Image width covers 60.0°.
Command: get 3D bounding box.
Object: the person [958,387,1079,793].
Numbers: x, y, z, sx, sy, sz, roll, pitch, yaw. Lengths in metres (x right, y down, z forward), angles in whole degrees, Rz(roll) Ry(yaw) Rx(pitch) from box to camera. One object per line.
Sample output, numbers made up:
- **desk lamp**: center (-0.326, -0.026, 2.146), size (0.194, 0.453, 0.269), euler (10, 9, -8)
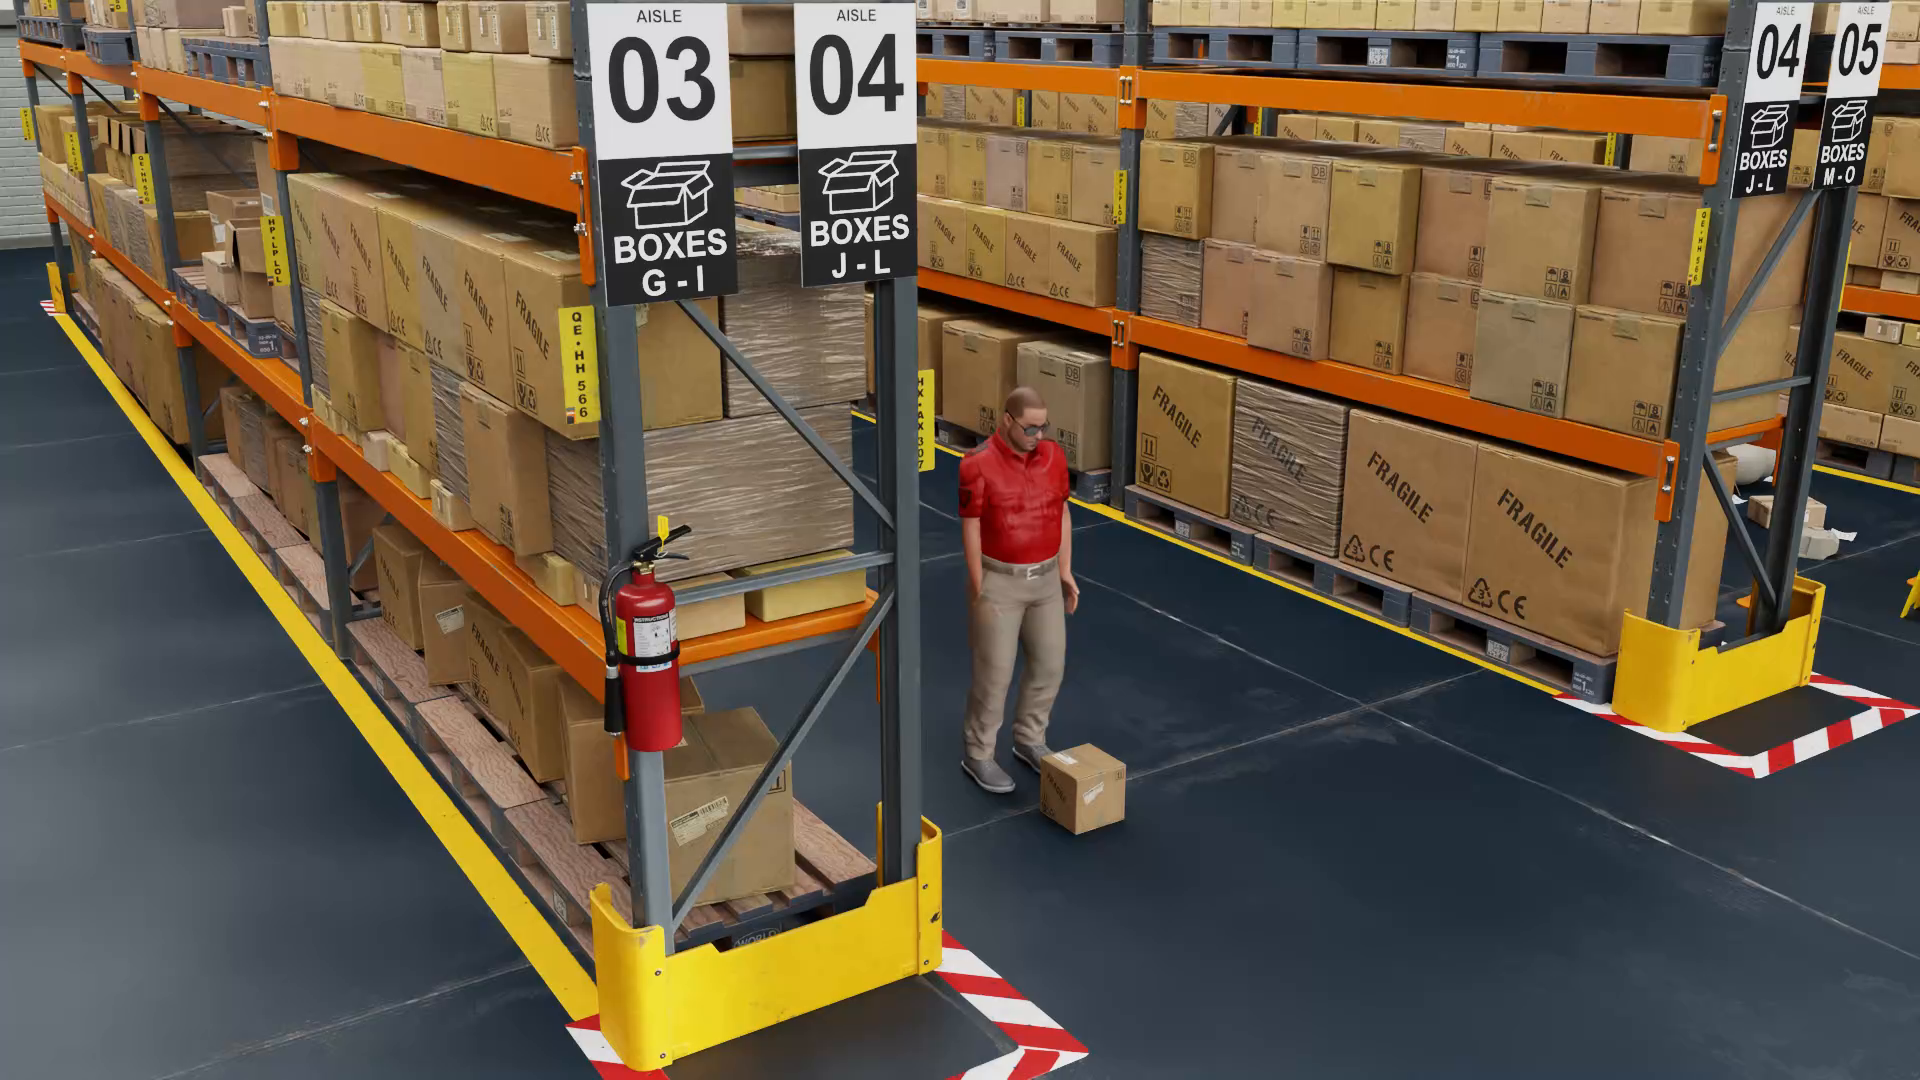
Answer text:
- **person**: center (0.253, 0.194, 7.015), size (0.534, 1.718, 0.356), euler (-11, 21, -30)
